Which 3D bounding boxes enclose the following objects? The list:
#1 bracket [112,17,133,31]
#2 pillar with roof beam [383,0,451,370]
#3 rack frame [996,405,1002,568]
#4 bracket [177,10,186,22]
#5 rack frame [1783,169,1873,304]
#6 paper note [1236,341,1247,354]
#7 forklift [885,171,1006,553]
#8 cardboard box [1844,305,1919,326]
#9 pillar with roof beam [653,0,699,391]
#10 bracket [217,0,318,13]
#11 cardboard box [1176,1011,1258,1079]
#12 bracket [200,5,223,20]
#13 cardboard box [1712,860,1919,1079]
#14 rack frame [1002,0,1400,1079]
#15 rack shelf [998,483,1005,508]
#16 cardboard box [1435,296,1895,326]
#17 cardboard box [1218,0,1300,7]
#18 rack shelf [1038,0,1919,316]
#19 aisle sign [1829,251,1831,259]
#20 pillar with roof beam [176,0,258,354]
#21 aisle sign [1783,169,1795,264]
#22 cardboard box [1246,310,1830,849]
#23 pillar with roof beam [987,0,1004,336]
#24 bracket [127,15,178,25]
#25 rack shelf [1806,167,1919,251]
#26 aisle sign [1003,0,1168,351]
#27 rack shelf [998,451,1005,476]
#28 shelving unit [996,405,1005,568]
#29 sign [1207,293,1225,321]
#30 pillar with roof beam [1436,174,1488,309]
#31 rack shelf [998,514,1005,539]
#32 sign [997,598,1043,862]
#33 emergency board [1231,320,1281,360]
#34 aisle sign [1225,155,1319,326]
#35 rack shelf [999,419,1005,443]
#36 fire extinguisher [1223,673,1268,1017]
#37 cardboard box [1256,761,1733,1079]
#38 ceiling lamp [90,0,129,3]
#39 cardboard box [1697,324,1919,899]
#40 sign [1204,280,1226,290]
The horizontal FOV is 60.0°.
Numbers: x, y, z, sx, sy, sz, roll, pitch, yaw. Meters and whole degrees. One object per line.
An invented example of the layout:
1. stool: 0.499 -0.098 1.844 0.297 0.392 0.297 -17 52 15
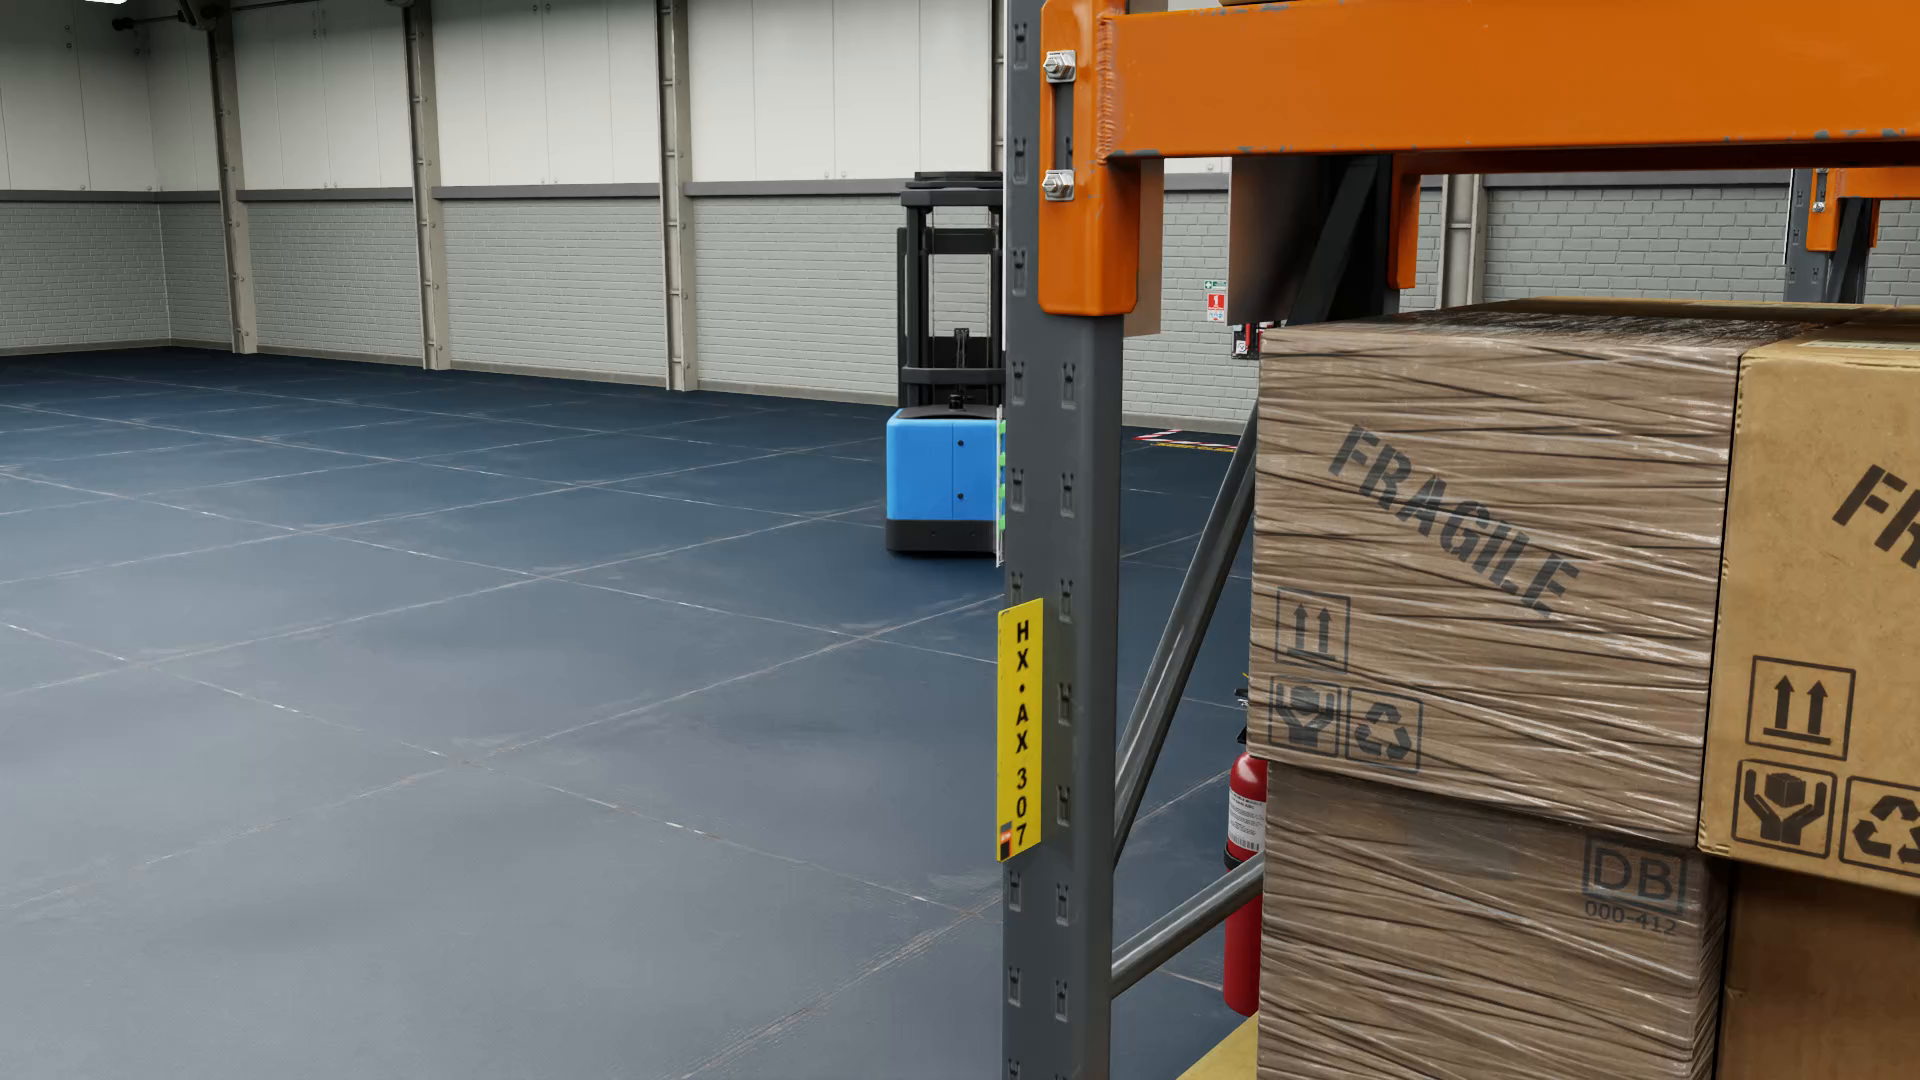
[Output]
1. bracket: -16.364 -10.090 32.518 0.430 0.232 0.235 8 13 36
2. pillar with roof beam: -11.621 -6.731 24.629 0.548 9.000 9.100 8 13 36
3. rack frame: 0.292 -0.400 12.437 0.015 1.200 0.240 1 11 5
4. bracket: -14.454 -9.824 31.141 0.430 0.232 0.235 8 13 36
5. rack frame: 3.331 -0.176 6.541 0.127 3.000 1.000 8 13 36
6. paper note: 3.364 -2.302 19.853 0.142 0.148 0.016 8 13 36
7. forklift: 0.047 -1.569 13.924 1.130 2.935 3.031 1 11 4
8. cardboard box: 1.395 -0.024 2.079 0.500 0.500 0.500 8 13 36
9. pillar with roof beam: -6.785 -6.056 21.142 0.400 9.000 9.100 8 13 36
10. bracket: -11.708 -9.441 29.162 4.783 0.066 0.076 8 13 36
11. cardboard box: 0.488 0.774 2.291 0.250 0.149 0.380 8 13 36
12. bracket: -13.785 -9.731 30.659 0.430 0.232 0.235 8 13 36
13. cardboard box: 1.300 0.491 2.047 0.500 0.500 0.875 8 13 36
14. rack frame: 0.397 0.583 2.619 0.053 2.616 0.949 8 13 36
15. rack shelf: 0.535 -0.333 12.426 0.480 0.148 0.258 1 11 5
16. cardboard box: 0.989 -0.080 2.365 0.500 0.500 0.500 8 13 36
17. cardboard box: 0.634 -0.723 1.867 0.500 0.250 0.500 8 14 37
18. rack shelf: 2.011 -0.312 1.243 4.000 0.370 1.077 8 13 36
19. aisle sign: 3.449 -1.506 6.571 0.004 0.787 0.394 8 13 36
20. pillar with roof beam: -16.457 -7.405 28.116 0.548 9.000 9.100 8 13 36
21. aisle sign: 3.099 -1.415 6.104 0.004 0.787 0.394 8 13 36
22. cardboard box: 0.681 0.000 1.954 0.500 0.500 0.500 8 13 36
23. pillar with roof beam: -1.949 -5.382 17.656 0.400 9.000 9.100 8 13 36
24. bracket: -15.888 -10.024 32.175 3.189 0.066 0.076 8 13 36
25. rack shelf: 4.943 -1.070 5.162 4.000 0.370 1.077 8 13 36
26. aisle sign: 0.172 -0.655 2.173 0.004 0.787 0.394 8 13 36
27. rack shelf: 0.535 -0.568 12.381 0.480 0.148 0.258 1 11 5
28. shelving unit: 0.535 -0.395 12.414 0.503 1.200 0.258 1 11 5
29. sign: 3.081 -2.800 20.011 0.234 0.329 0.001 8 13 36
30. pillar with roof beam: 2.887 -4.707 14.169 0.400 9.000 9.100 8 13 36
31. rack shelf: 0.535 -0.097 12.472 0.480 0.148 0.258 1 11 5
32. sign: 0.078 0.241 2.110 0.005 0.325 0.100 8 13 36
33. emergency board: 3.466 -2.704 19.612 0.643 1.169 0.194 8 13 36
34. aisle sign: 0.527 -0.747 2.648 0.004 0.787 0.394 8 13 36
35. rack shelf: 0.535 -0.804 12.335 0.480 0.148 0.258 1 11 5
36. fire extinguisher: 0.580 0.537 3.060 0.183 0.674 0.296 8 13 36
37. cardboard box: 0.826 0.453 2.243 0.500 0.500 0.875 8 13 36
38. ceiling lamp: -13.731 -9.736 24.797 0.800 3.185 2.000 8 13 36
39. cardboard box: 1.080 0.057 1.658 0.500 0.500 0.500 8 13 36
40. sign: 3.080 -3.058 19.951 0.331 0.109 0.001 8 13 36
